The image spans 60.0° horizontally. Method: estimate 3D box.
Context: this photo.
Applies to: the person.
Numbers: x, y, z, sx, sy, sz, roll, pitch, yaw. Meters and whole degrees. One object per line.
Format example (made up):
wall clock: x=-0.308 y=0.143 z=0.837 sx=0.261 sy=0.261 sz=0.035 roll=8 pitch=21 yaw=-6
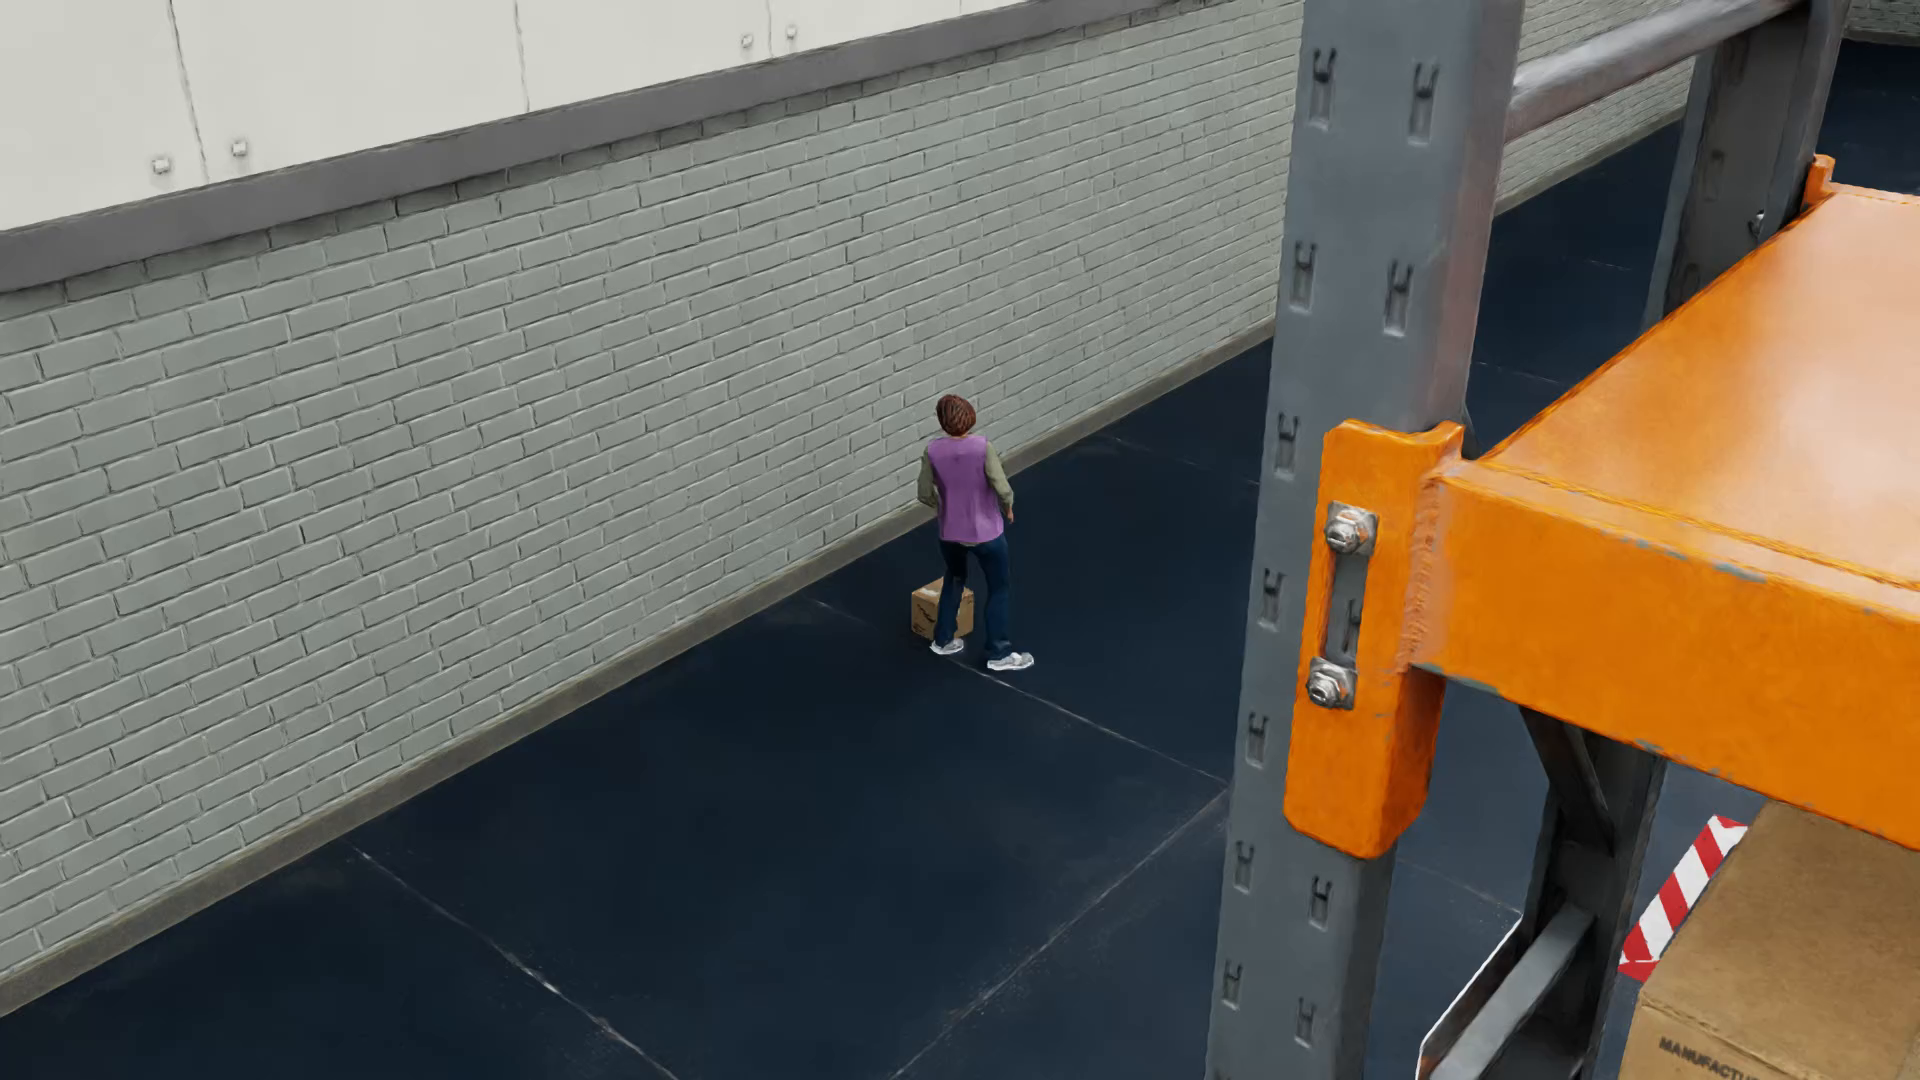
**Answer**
person: x=0.091 y=-0.008 z=8.743 sx=0.600 sy=1.547 sz=0.359 roll=11 pitch=30 yaw=20
